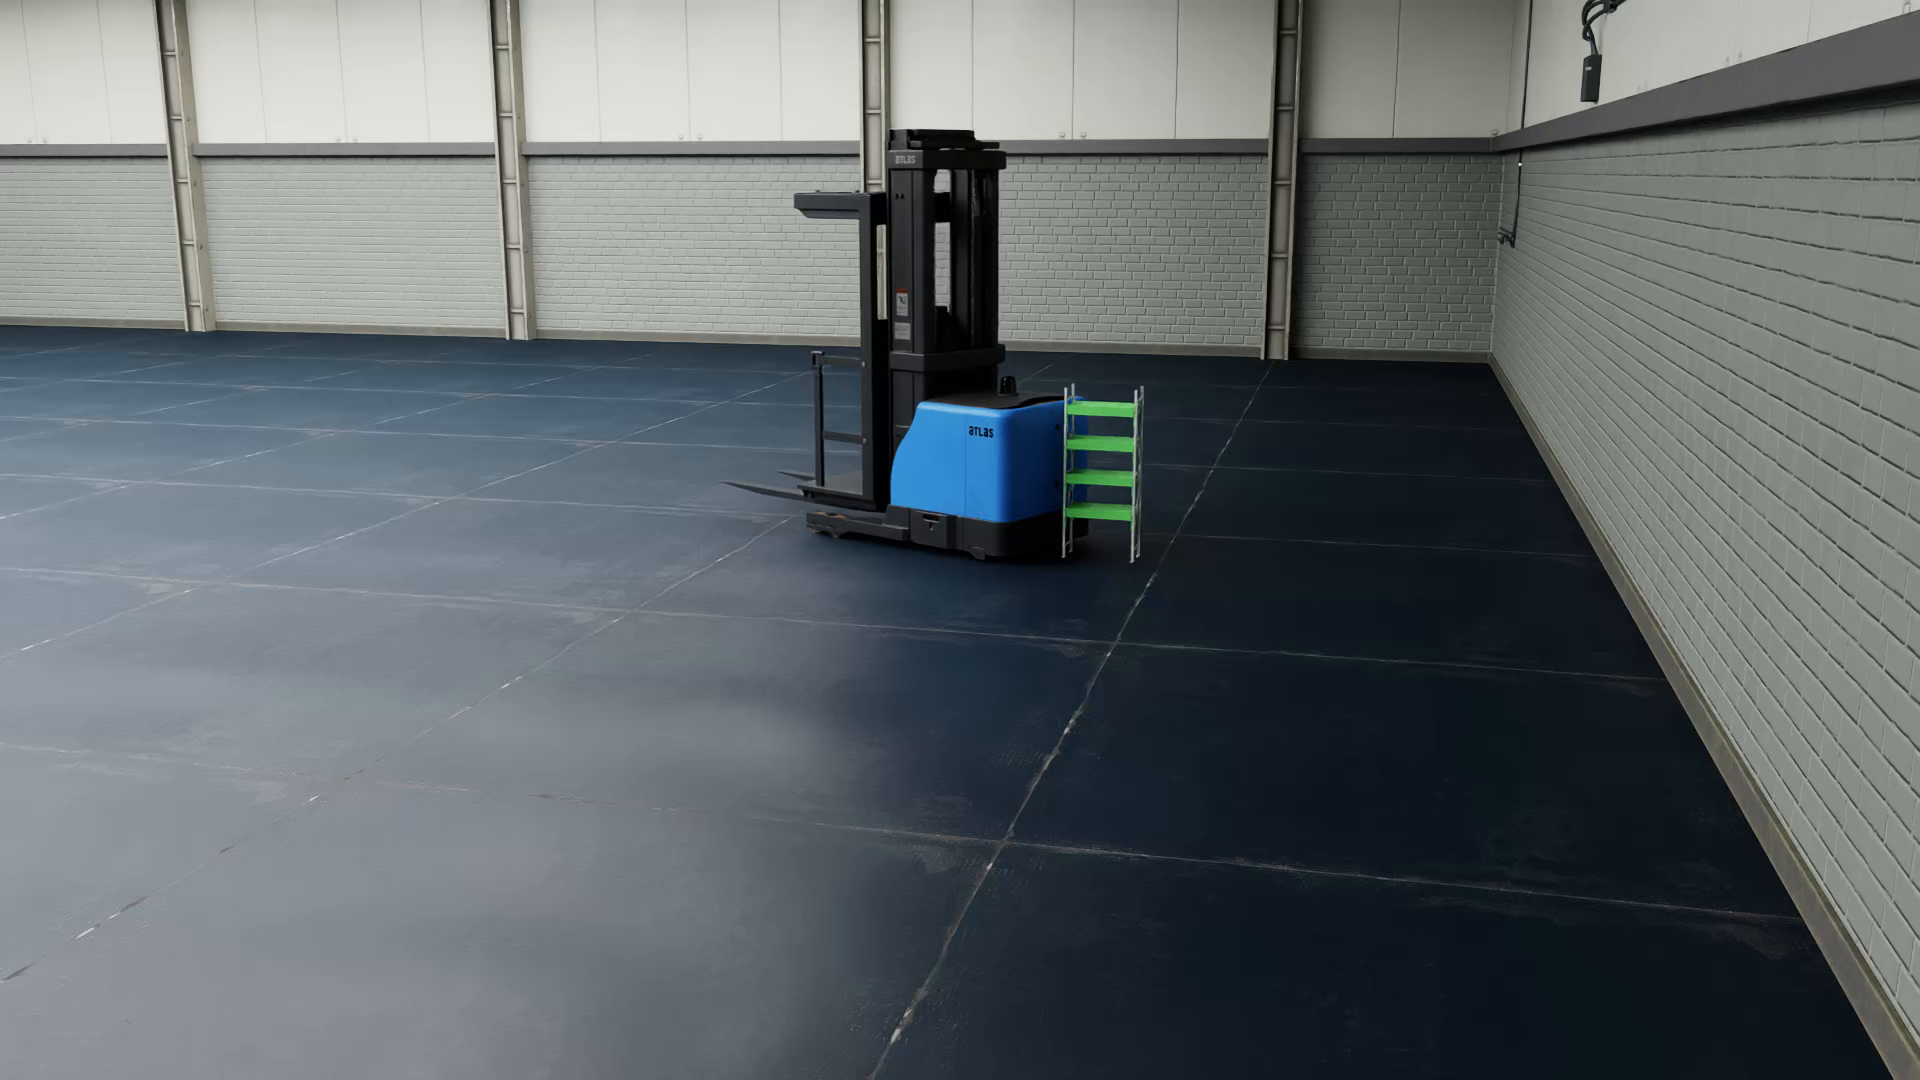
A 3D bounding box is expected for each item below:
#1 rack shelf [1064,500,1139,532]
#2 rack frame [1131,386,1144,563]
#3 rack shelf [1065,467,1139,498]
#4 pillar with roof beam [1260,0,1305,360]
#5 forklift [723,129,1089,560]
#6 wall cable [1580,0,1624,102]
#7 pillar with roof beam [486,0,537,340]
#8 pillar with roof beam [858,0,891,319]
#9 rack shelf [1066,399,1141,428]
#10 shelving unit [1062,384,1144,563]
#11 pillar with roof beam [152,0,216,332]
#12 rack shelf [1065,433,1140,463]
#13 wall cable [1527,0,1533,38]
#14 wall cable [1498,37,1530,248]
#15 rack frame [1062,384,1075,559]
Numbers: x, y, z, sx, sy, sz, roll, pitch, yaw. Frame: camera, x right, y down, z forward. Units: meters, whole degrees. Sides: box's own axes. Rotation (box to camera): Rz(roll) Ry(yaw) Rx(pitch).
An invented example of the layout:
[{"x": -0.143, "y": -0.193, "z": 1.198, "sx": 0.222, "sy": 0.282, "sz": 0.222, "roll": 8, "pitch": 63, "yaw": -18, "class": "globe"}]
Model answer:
[{"x": 0.993, "y": -0.170, "z": 11.631, "sx": 0.480, "sy": 0.148, "sz": 0.258, "roll": 4, "pitch": 13, "yaw": 16, "class": "rack shelf"}, {"x": 1.227, "y": -0.451, "z": 11.497, "sx": 0.015, "sy": 1.200, "sz": 0.240, "roll": 4, "pitch": 13, "yaw": 16, "class": "rack frame"}, {"x": 0.993, "y": -0.404, "z": 11.579, "sx": 0.480, "sy": 0.148, "sz": 0.258, "roll": 4, "pitch": 13, "yaw": 16, "class": "rack shelf"}, {"x": 3.531, "y": -6.118, "z": 19.035, "sx": 0.400, "sy": 9.000, "sz": 9.100, "roll": 3, "pitch": 13, "yaw": 14, "class": "pillar with roof beam"}, {"x": -0.522, "y": -1.530, "z": 12.365, "sx": 3.031, "sy": 2.935, "sz": 1.130, "roll": 10, "pitch": 16, "yaw": 38, "class": "forklift"}, {"x": 4.816, "y": -6.257, "z": 11.810, "sx": 0.169, "sy": 6.003, "sz": 2.305, "roll": 3, "pitch": 13, "yaw": 14, "class": "wall cable"}, {"x": -8.119, "y": -6.741, "z": 21.842, "sx": 0.400, "sy": 9.000, "sz": 9.100, "roll": 3, "pitch": 13, "yaw": 14, "class": "pillar with roof beam"}, {"x": -2.294, "y": -6.430, "z": 20.438, "sx": 0.400, "sy": 9.000, "sz": 9.100, "roll": 3, "pitch": 13, "yaw": 14, "class": "pillar with roof beam"}, {"x": 0.993, "y": -0.872, "z": 11.475, "sx": 0.480, "sy": 0.148, "sz": 0.258, "roll": 4, "pitch": 13, "yaw": 16, "class": "rack shelf"}, {"x": 0.993, "y": -0.466, "z": 11.565, "sx": 0.503, "sy": 1.200, "sz": 0.258, "roll": 4, "pitch": 13, "yaw": 16, "class": "shelving unit"}, {"x": -13.944, "y": -7.052, "z": 23.245, "sx": 0.400, "sy": 9.000, "sz": 9.100, "roll": 3, "pitch": 13, "yaw": 14, "class": "pillar with roof beam"}, {"x": 0.993, "y": -0.638, "z": 11.527, "sx": 0.480, "sy": 0.148, "sz": 0.258, "roll": 4, "pitch": 13, "yaw": 16, "class": "rack shelf"}, {"x": 6.458, "y": -6.973, "z": 18.398, "sx": 0.112, "sy": 2.526, "sz": 3.097, "roll": 3, "pitch": 13, "yaw": 14, "class": "wall cable"}, {"x": 7.106, "y": -5.077, "z": 21.509, "sx": 0.112, "sy": 2.526, "sz": 3.097, "roll": 3, "pitch": 13, "yaw": 14, "class": "wall cable"}, {"x": 0.759, "y": -0.481, "z": 11.633, "sx": 0.015, "sy": 1.200, "sz": 0.240, "roll": 4, "pitch": 13, "yaw": 16, "class": "rack frame"}]
